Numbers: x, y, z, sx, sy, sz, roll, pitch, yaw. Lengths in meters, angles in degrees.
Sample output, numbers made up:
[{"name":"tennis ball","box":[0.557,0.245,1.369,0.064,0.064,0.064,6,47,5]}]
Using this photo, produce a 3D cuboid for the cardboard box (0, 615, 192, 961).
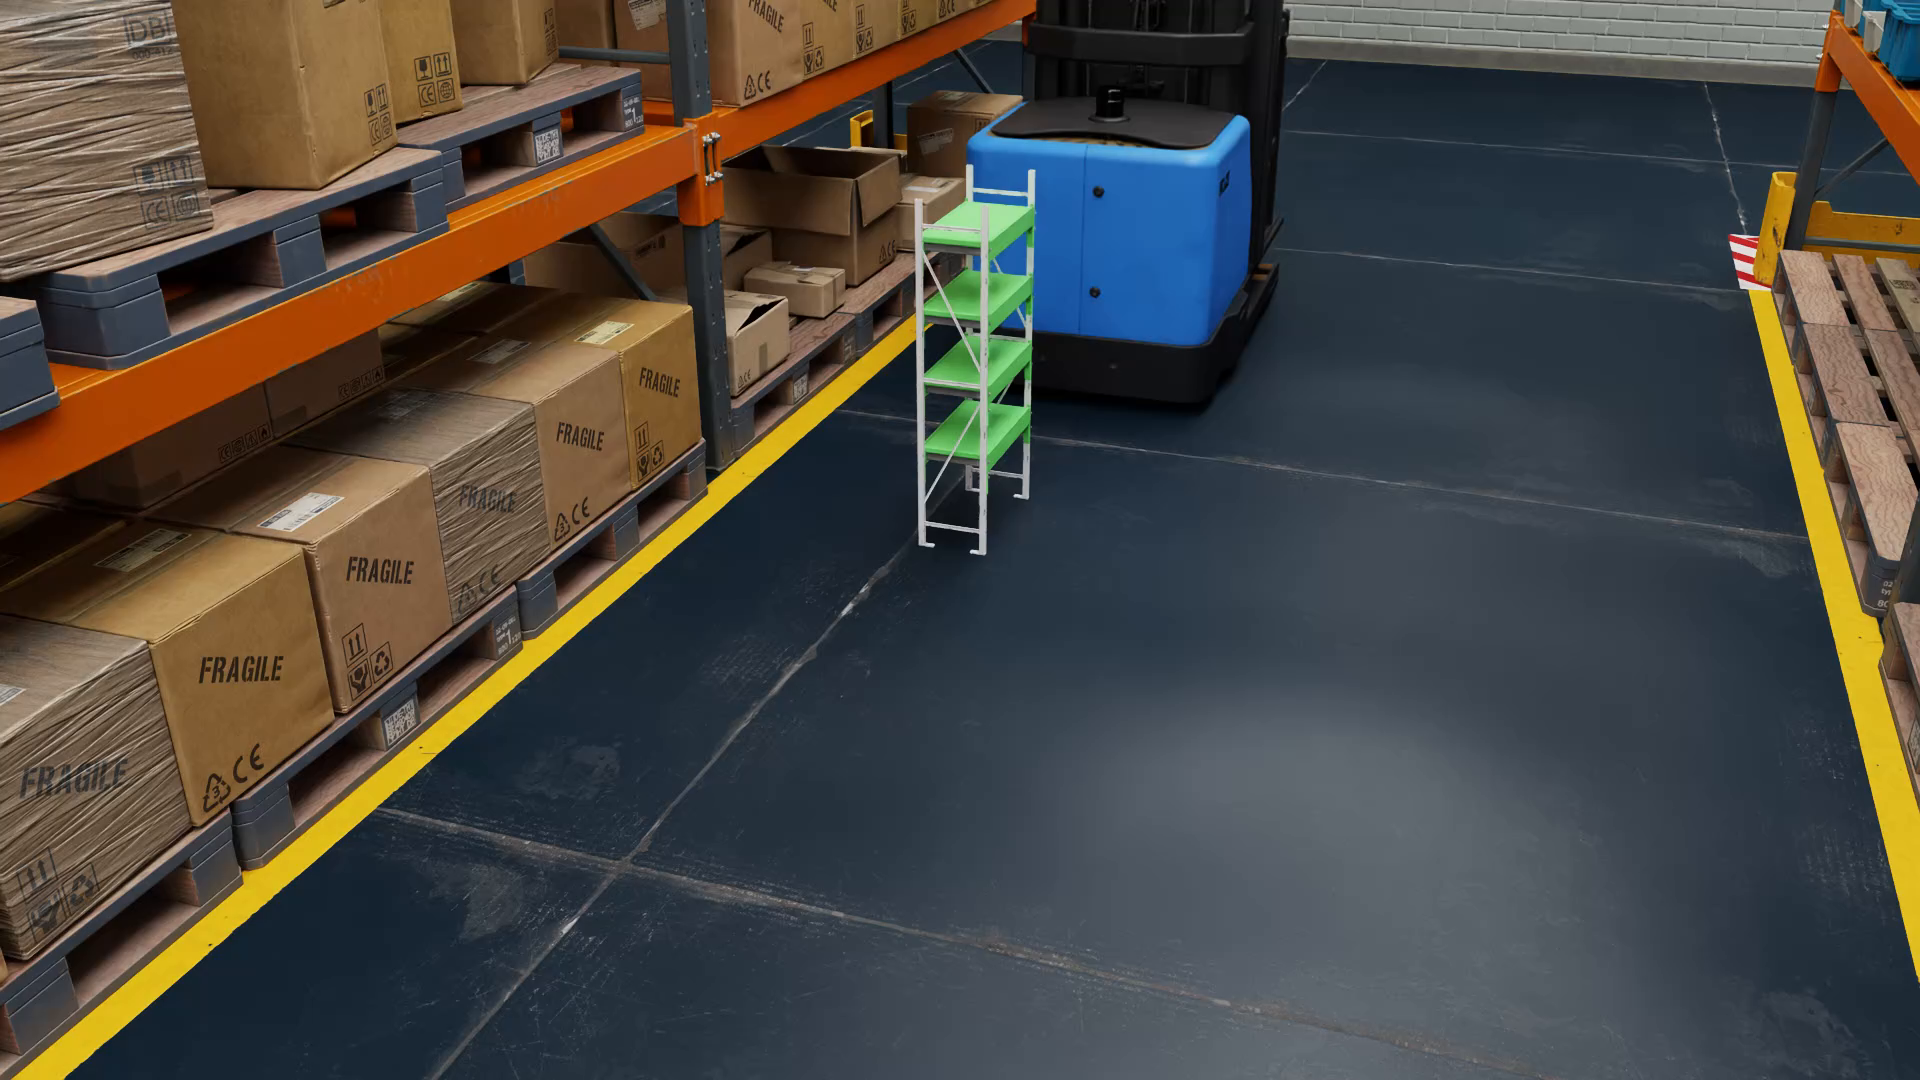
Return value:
[{"name":"cardboard box","box":[-2.093,0.514,3.610,0.500,0.500,0.500,8,27,16]}]

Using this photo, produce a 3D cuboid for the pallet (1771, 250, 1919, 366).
[{"name":"pallet","box":[4.338,-1.031,7.637,1.003,0.211,1.213,9,27,17]}]

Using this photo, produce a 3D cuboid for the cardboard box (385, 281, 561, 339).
[{"name":"cardboard box","box":[-1.743,-0.605,5.921,0.500,0.500,0.500,8,27,15]}]

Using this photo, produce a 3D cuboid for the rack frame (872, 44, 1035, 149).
[{"name":"rack frame","box":[-0.021,-3.339,9.205,1.000,3.000,0.127,9,27,17]}]

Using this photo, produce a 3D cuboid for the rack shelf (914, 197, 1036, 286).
[{"name":"rack shelf","box":[0.055,-0.983,5.448,0.258,0.148,0.480,9,27,17]}]

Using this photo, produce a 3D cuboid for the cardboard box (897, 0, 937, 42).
[{"name":"cardboard box","box":[-0.422,-2.536,7.431,0.500,0.500,0.500,8,27,17]}]

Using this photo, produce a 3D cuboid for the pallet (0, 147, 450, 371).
[{"name":"pallet","box":[-2.040,-0.765,4.109,1.003,0.211,1.213,9,27,17]}]

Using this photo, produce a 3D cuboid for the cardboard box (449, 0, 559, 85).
[{"name":"cardboard box","box":[-1.720,-1.767,5.361,0.700,0.500,0.500,0,26,0]}]

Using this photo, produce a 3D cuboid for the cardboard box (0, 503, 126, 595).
[{"name":"cardboard box","box":[-2.421,0.244,4.167,0.500,0.500,0.500,8,27,16]}]

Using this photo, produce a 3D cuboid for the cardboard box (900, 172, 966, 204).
[{"name":"cardboard box","box":[-0.189,-1.850,8.874,0.380,0.166,0.250,9,27,17]}]

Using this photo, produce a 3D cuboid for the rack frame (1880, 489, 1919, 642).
[{"name":"rack frame","box":[3.318,-0.976,4.323,1.000,3.000,0.127,9,27,17]}]

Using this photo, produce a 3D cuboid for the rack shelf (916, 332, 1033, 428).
[{"name":"rack shelf","box":[0.055,-0.551,5.657,0.258,0.148,0.480,9,27,17]}]

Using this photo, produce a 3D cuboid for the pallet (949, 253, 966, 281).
[{"name":"pallet","box":[-0.310,-1.725,9.071,1.003,0.211,1.213,9,27,17]}]

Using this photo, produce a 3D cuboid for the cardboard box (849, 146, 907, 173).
[{"name":"cardboard box","box":[-0.484,-2.132,9.478,0.380,0.149,0.250,9,27,17]}]

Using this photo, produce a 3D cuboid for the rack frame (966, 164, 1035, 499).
[{"name":"rack frame","box":[0.136,-0.708,5.836,0.240,1.200,0.015,9,27,17]}]

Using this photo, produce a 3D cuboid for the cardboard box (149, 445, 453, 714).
[{"name":"cardboard box","box":[-1.753,0.093,4.479,0.500,0.500,0.500,8,27,16]}]

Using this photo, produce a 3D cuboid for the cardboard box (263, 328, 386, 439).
[{"name":"cardboard box","box":[-2.075,-0.532,4.909,0.500,0.250,0.500,9,27,18]}]

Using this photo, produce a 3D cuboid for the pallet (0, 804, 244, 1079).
[{"name":"pallet","box":[-2.399,0.902,3.645,1.003,0.211,1.213,9,27,17]}]

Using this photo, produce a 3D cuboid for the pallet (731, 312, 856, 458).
[{"name":"pallet","box":[-1.122,-0.722,7.000,1.003,0.211,1.213,9,27,17]}]

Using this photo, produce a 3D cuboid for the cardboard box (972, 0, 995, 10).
[{"name":"cardboard box","box":[-0.083,-2.947,8.280,0.500,0.500,0.500,9,27,18]}]

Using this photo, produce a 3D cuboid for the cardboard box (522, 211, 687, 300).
[{"name":"cardboard box","box":[-1.430,-1.044,6.827,0.500,0.500,0.500,9,27,17]}]

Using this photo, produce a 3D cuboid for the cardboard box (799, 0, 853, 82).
[{"name":"cardboard box","box":[-0.758,-2.121,6.574,0.500,0.500,0.500,9,27,18]}]

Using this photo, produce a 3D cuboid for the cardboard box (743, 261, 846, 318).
[{"name":"cardboard box","box":[-0.730,-1.116,7.360,0.380,0.166,0.250,9,27,17]}]

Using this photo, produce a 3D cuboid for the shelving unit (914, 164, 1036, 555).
[{"name":"shelving unit","box":[0.055,-0.608,5.629,0.258,1.200,0.503,9,27,17]}]

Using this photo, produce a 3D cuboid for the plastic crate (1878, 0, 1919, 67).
[{"name":"plastic crate","box":[3.818,-1.976,6.513,0.416,0.233,0.300,9,27,17]}]

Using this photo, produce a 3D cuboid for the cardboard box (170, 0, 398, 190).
[{"name":"cardboard box","box":[-1.882,-1.195,4.178,0.700,0.500,0.500,2,26,4]}]

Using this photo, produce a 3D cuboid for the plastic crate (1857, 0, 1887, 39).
[{"name":"plastic crate","box":[4.037,-2.247,7.072,0.416,0.233,0.300,9,27,17]}]

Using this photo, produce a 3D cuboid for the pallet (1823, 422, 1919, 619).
[{"name":"pallet","box":[3.526,-0.028,5.566,1.003,0.211,1.213,9,27,17]}]

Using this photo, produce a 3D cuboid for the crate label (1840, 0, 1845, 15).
[{"name":"crate label","box":[4.256,-2.517,7.630,0.416,0.233,0.303,9,27,17]}]

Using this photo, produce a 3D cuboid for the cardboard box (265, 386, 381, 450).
[{"name":"cardboard box","box":[-2.083,-0.180,5.043,0.500,0.500,0.500,9,27,18]}]

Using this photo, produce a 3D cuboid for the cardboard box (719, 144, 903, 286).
[{"name":"cardboard box","box":[-0.732,-1.543,7.854,0.797,0.503,0.637,9,27,17]}]

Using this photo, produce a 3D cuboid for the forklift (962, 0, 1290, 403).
[{"name":"forklift","box":[0.951,-2.493,7.535,1.130,2.935,3.031,8,27,16]}]

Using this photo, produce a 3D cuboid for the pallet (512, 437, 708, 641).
[{"name":"pallet","box":[-1.587,-0.101,5.716,1.003,0.211,1.213,9,27,17]}]

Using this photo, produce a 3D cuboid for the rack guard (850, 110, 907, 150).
[{"name":"rack guard","box":[-0.046,-2.183,9.685,1.175,0.500,0.348,9,27,17]}]

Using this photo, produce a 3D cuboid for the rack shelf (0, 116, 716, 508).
[{"name":"rack shelf","box":[-2.017,-0.550,4.269,1.077,0.370,4.000,9,27,17]}]

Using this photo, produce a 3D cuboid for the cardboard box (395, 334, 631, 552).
[{"name":"cardboard box","box":[-1.418,-0.322,5.337,0.500,0.500,0.500,9,27,18]}]
